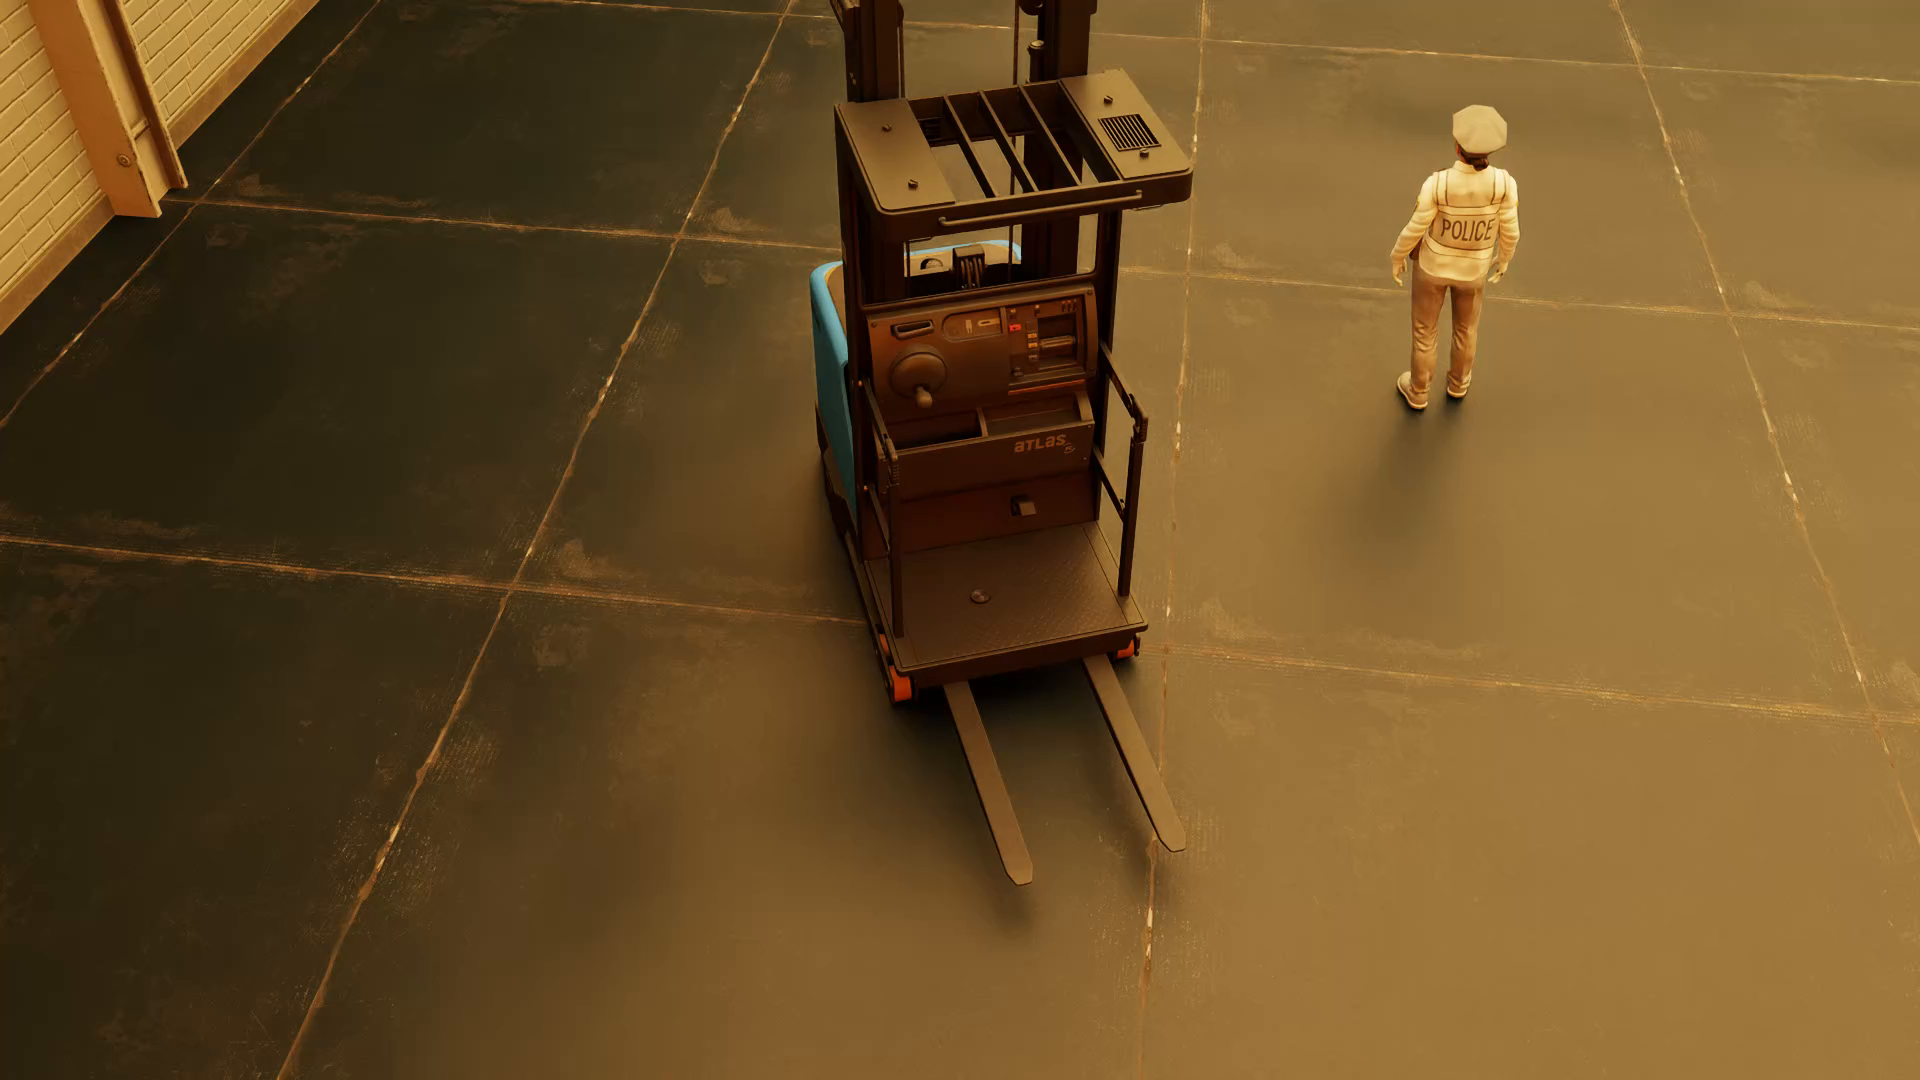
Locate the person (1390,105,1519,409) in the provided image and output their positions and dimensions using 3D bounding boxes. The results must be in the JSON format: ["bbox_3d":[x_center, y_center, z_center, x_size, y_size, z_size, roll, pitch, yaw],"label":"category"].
[{"bbox_3d":[2.393,-1.378,8.128,0.588,1.694,0.529,3,43,4],"label":"person"}]

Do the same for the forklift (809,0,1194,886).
[{"bbox_3d":[0.153,-0.681,6.465,1.130,2.935,3.031,-10,44,-11],"label":"forklift"}]
